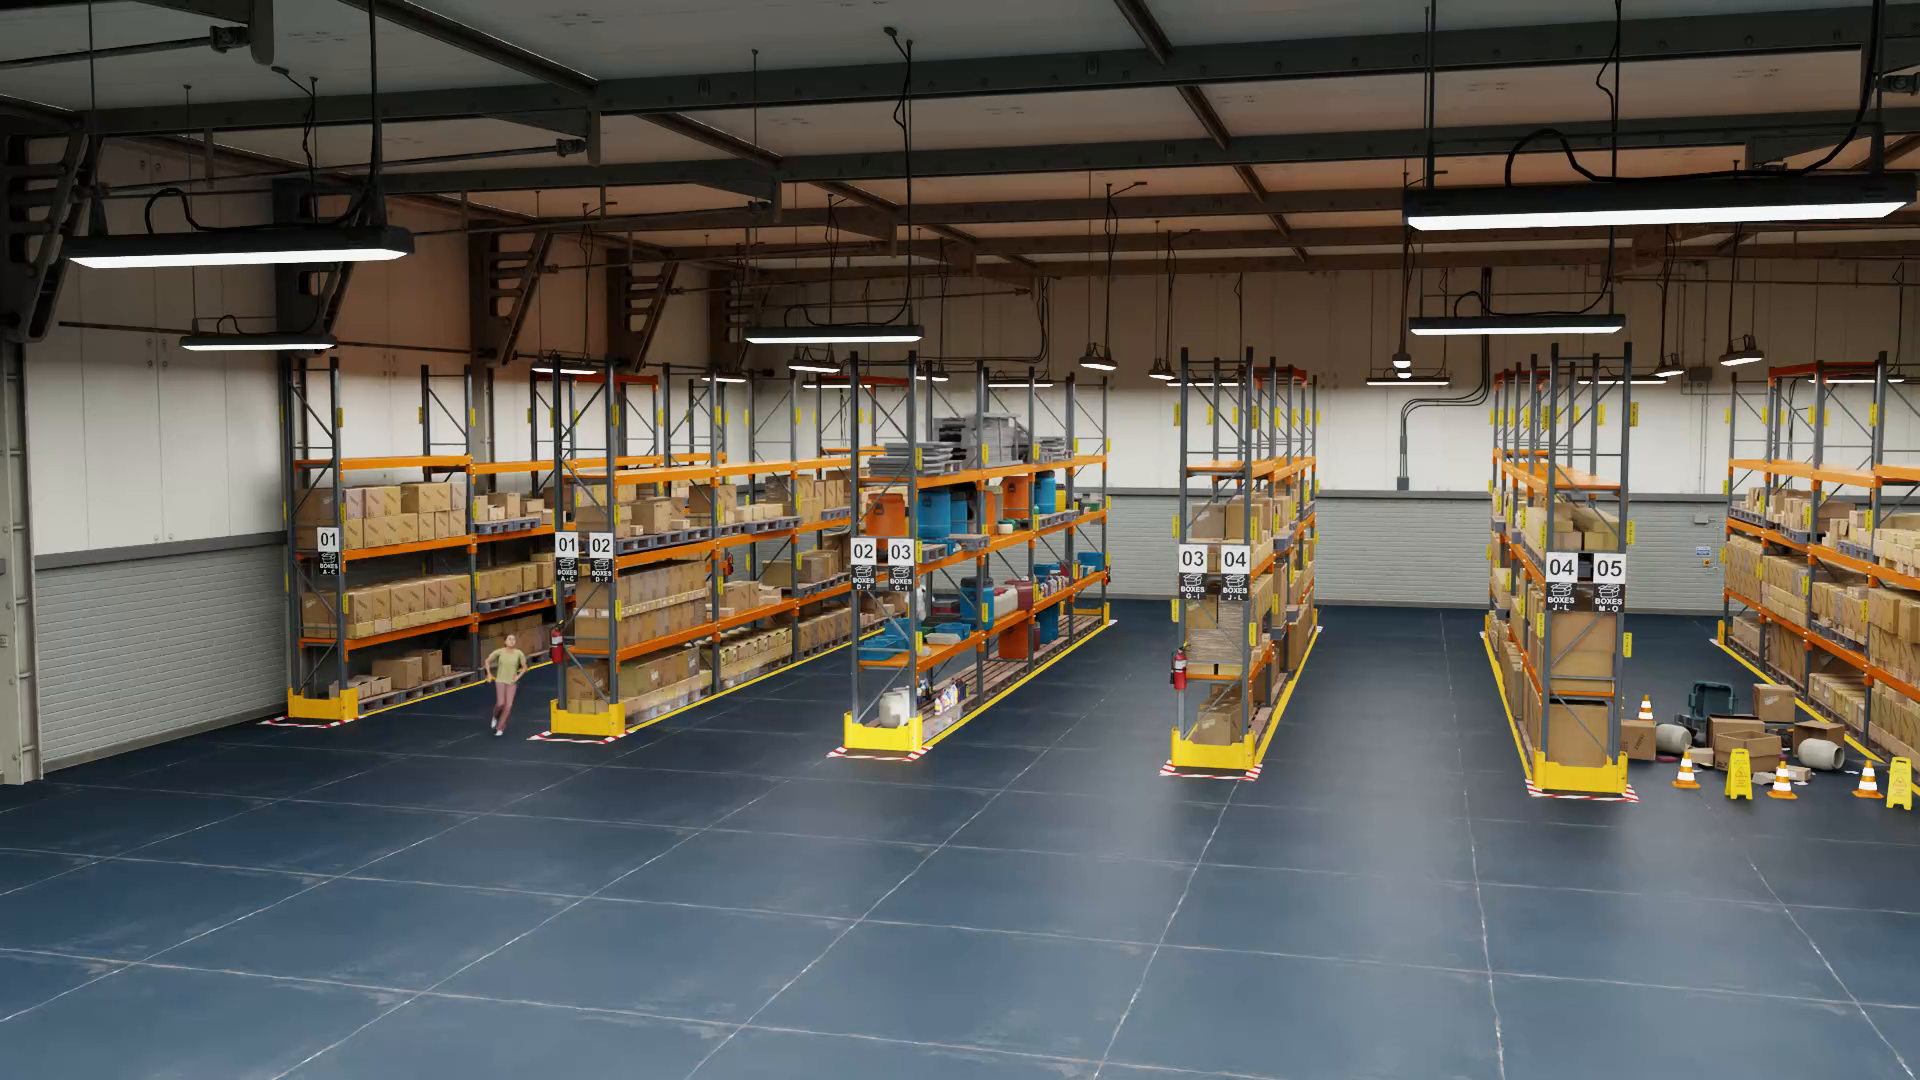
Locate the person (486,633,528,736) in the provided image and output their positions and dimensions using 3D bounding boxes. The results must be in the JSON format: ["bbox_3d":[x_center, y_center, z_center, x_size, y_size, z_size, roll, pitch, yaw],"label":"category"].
[{"bbox_3d":[-7.139,2.275,26.280,0.625,1.615,0.517,-2,5,-24],"label":"person"}]

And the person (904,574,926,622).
[{"bbox_3d":[-0.899,1.554,35.568,0.592,1.728,0.659,0,4,5],"label":"person"}]
